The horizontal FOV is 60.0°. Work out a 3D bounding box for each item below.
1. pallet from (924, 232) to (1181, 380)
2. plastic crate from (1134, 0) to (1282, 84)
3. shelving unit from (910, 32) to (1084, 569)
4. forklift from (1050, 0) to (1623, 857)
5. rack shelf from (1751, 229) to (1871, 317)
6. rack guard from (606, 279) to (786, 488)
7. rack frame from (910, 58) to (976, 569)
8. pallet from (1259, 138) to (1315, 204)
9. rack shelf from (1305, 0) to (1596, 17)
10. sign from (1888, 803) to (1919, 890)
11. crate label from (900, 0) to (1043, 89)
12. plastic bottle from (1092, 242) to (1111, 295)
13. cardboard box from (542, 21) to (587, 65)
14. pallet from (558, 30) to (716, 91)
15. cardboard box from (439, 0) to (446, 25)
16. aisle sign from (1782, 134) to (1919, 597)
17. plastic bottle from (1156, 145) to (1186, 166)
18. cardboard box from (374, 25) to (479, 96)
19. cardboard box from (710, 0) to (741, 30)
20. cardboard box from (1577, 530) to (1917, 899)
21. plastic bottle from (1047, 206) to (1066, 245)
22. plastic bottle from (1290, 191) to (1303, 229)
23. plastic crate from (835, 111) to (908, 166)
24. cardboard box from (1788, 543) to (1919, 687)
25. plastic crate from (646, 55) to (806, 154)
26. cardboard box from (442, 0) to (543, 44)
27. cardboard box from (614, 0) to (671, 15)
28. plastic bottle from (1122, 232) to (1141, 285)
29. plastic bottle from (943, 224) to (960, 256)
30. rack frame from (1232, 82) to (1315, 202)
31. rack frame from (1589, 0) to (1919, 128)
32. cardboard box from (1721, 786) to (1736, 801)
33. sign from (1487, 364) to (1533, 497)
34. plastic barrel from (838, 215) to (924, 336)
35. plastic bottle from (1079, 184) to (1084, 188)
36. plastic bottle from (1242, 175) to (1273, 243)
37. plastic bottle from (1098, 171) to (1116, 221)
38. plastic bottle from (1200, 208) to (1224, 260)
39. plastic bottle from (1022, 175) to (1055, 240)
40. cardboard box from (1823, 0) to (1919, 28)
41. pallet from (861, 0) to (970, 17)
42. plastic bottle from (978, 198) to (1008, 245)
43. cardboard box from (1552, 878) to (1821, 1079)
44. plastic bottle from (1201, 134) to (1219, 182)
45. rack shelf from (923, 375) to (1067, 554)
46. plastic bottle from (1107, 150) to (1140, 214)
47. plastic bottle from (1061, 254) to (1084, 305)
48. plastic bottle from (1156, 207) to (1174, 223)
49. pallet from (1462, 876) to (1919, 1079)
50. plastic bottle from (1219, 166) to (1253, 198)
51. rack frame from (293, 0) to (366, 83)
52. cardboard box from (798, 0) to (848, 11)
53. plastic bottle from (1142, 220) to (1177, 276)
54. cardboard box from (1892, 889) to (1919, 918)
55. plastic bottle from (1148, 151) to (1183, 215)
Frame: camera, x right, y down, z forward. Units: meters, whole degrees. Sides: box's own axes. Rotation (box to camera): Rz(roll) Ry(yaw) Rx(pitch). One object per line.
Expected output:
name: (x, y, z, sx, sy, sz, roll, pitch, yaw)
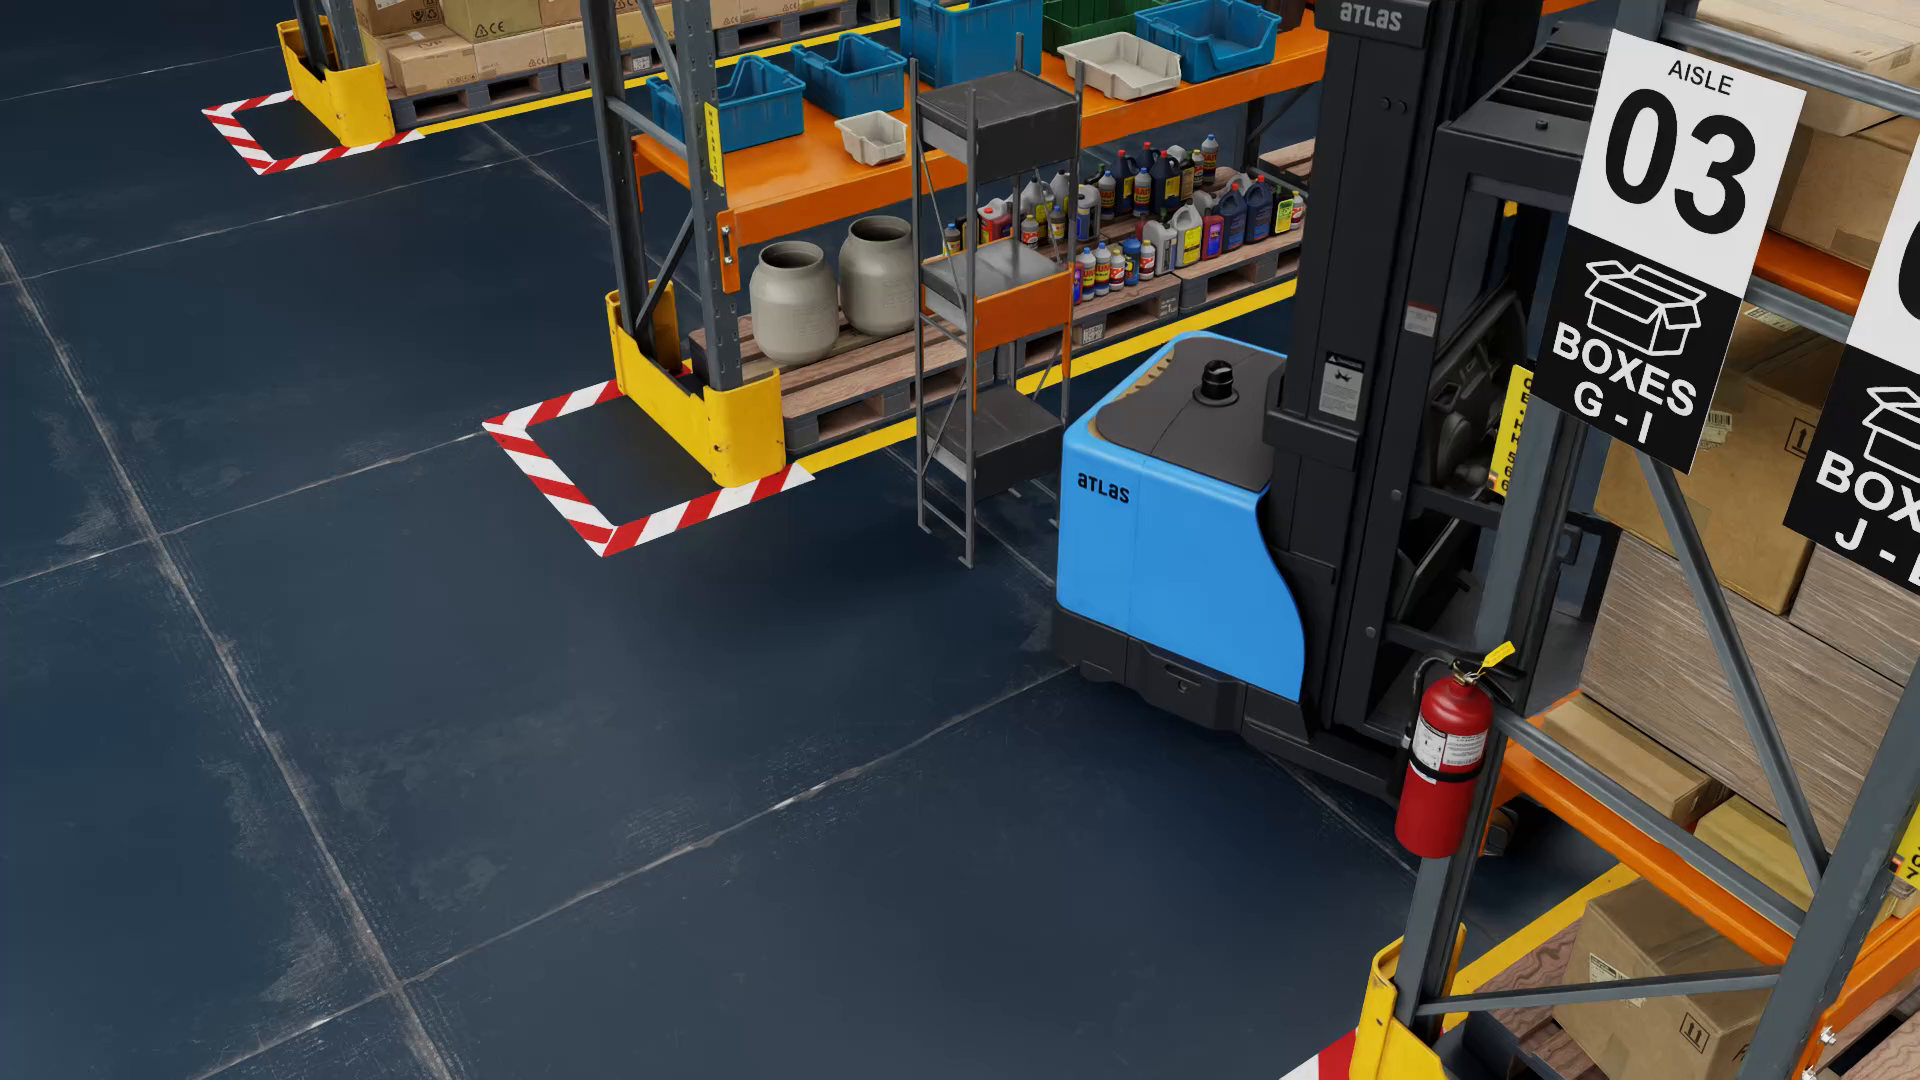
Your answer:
pallet: (0.404, -1.322, 8.908, 1.213, 0.211, 1.003, -22, 41, -28)
plastic crate: (1.227, -2.511, 8.300, 0.616, 0.251, 0.499, -22, 41, -28)
shelving unit: (0.135, -0.908, 6.714, 0.503, 2.100, 0.431, -22, 41, -28)
forklift: (1.863, -0.459, 5.378, 3.031, 2.935, 1.130, 21, 41, 27)
rack shelf: (3.194, -0.962, 4.066, 4.000, 0.370, 1.077, -22, 41, -28)
rack guard: (-1.259, -0.761, 7.880, 0.348, 0.500, 1.175, -22, 41, -28)
rack frame: (-0.064, -0.826, 6.600, 0.015, 2.100, 0.400, -22, 41, -28)
pallet: (2.595, -2.224, 10.161, 1.213, 0.211, 1.003, -22, 41, -28)
rack shelf: (3.610, -3.454, 10.100, 4.000, 0.370, 1.077, -22, 41, -28)
sign: (1.872, 0.543, 3.184, 0.005, 0.325, 0.100, -22, 41, -28)
crate label: (0.054, -2.490, 8.113, 0.616, 0.435, 0.502, -22, 41, -28)
plastic bottle: (0.729, -1.409, 8.600, 0.097, 0.271, 0.097, 0, 36, 0)
cardboard box: (-2.763, -3.560, 11.625, 0.500, 0.250, 0.500, -22, 41, -28)
pallet: (-2.547, -3.646, 12.139, 1.213, 0.211, 1.003, -22, 41, -28)
cardboard box: (-3.475, -3.643, 11.741, 0.500, 0.250, 0.500, -22, 41, -28)
aisle sign: (1.681, -0.255, 2.810, 0.004, 0.787, 0.394, -22, 41, -28)
plastic bottle: (1.214, -2.126, 9.593, 0.135, 0.276, 0.152, -21, 41, -26)
cardboard box: (-3.578, -3.222, 11.156, 0.500, 0.250, 0.500, -22, 41, -28)
cardboard box: (-1.943, -3.894, 12.090, 0.500, 0.250, 0.500, -22, 41, -28)
cardboard box: (2.024, 0.303, 3.920, 0.500, 0.500, 0.875, -22, 41, -28)
plastic bottle: (0.528, -1.730, 9.107, 0.097, 0.201, 0.097, 0, 36, 0)
plastic bottle: (1.858, -1.845, 9.266, 0.097, 0.201, 0.097, 0, 36, 0)
plastic crate: (-0.377, -1.768, 7.365, 0.250, 0.136, 0.298, -22, 41, -28)
cardboard box: (2.166, 0.014, 3.465, 0.500, 0.500, 0.500, -22, 41, -28)
plastic crate: (-1.058, -1.979, 7.560, 0.616, 0.251, 0.499, -22, 41, -28)
cardboard box: (-3.171, -3.695, 11.172, 0.500, 0.500, 0.500, -22, 41, -28)
cardboard box: (-2.351, -4.029, 11.636, 0.500, 0.500, 0.500, -22, 41, -28)
plastic bottle: (0.895, -1.477, 8.695, 0.097, 0.271, 0.097, 0, 36, 0)
plastic bottle: (-0.046, -1.597, 8.922, 0.097, 0.201, 0.097, 0, 36, 0)
rack frame: (1.975, -3.073, 8.954, 0.127, 3.000, 1.000, -22, 41, -28)
rack frame: (1.559, -1.800, 2.045, 0.127, 3.000, 1.000, -22, 41, -28)
cardboard box: (1.878, 0.460, 4.257, 0.250, 0.149, 0.380, -22, 41, -28)
sign: (1.256, -0.234, 3.744, 0.005, 0.325, 0.100, -22, 41, -28)
plastic barrel: (-0.391, -1.315, 8.280, 0.421, 0.512, 0.421, 0, 36, 0)
plastic bottle: (0.677, -1.895, 9.335, 0.097, 0.201, 0.097, 0, 36, 0)
plastic bottle: (1.615, -1.822, 9.107, 0.185, 0.351, 0.144, -24, 42, -29)
plastic bottle: (0.823, -1.940, 9.338, 0.097, 0.271, 0.097, 0, 36, 0)
plastic bottle: (1.349, -1.656, 8.933, 0.133, 0.283, 0.061, -20, 40, -25)
plastic bottle: (0.423, -1.834, 9.123, 0.185, 0.351, 0.144, -21, 41, -26)
cardboard box: (1.887, -0.957, 3.229, 0.250, 0.149, 0.380, -24, 42, -29)
pallet: (-0.295, -4.573, 13.428, 1.213, 0.211, 1.003, -22, 41, -28)
plastic bottle: (0.176, -1.699, 9.000, 0.135, 0.276, 0.152, -22, 41, -28)
cardboard box: (2.079, 1.278, 4.685, 0.500, 0.500, 0.500, -15, 38, -20)
plastic bottle: (1.462, -2.246, 9.764, 0.097, 0.271, 0.097, 0, 36, 0)
rack shelf: (0.135, -0.329, 7.131, 0.480, 0.518, 0.431, -22, 41, -28)
plastic bottle: (0.922, -2.040, 9.409, 0.185, 0.351, 0.144, -24, 42, -30)
plastic bottle: (0.563, -1.332, 8.483, 0.133, 0.283, 0.061, -22, 41, -27)
plastic bottle: (1.114, -1.662, 8.942, 0.133, 0.283, 0.061, -22, 41, -28)
pallet: (2.305, 1.486, 5.003, 1.213, 0.211, 1.003, -22, 41, -28)
plastic bottle: (1.532, -1.891, 9.202, 0.185, 0.351, 0.144, -22, 41, -28)
rack frame: (-4.145, -4.093, 10.372, 0.127, 3.000, 1.000, -22, 41, -28)
cardboard box: (-1.128, -4.233, 12.561, 0.500, 0.250, 0.500, -22, 41, -28)
plastic bottle: (1.059, -1.566, 8.814, 0.135, 0.276, 0.152, -22, 41, -27)
cardboard box: (2.145, 0.681, 3.949, 0.250, 0.149, 0.380, -22, 41, -28)
plastic bottle: (1.159, -2.034, 9.401, 0.185, 0.351, 0.144, -22, 41, -28)
